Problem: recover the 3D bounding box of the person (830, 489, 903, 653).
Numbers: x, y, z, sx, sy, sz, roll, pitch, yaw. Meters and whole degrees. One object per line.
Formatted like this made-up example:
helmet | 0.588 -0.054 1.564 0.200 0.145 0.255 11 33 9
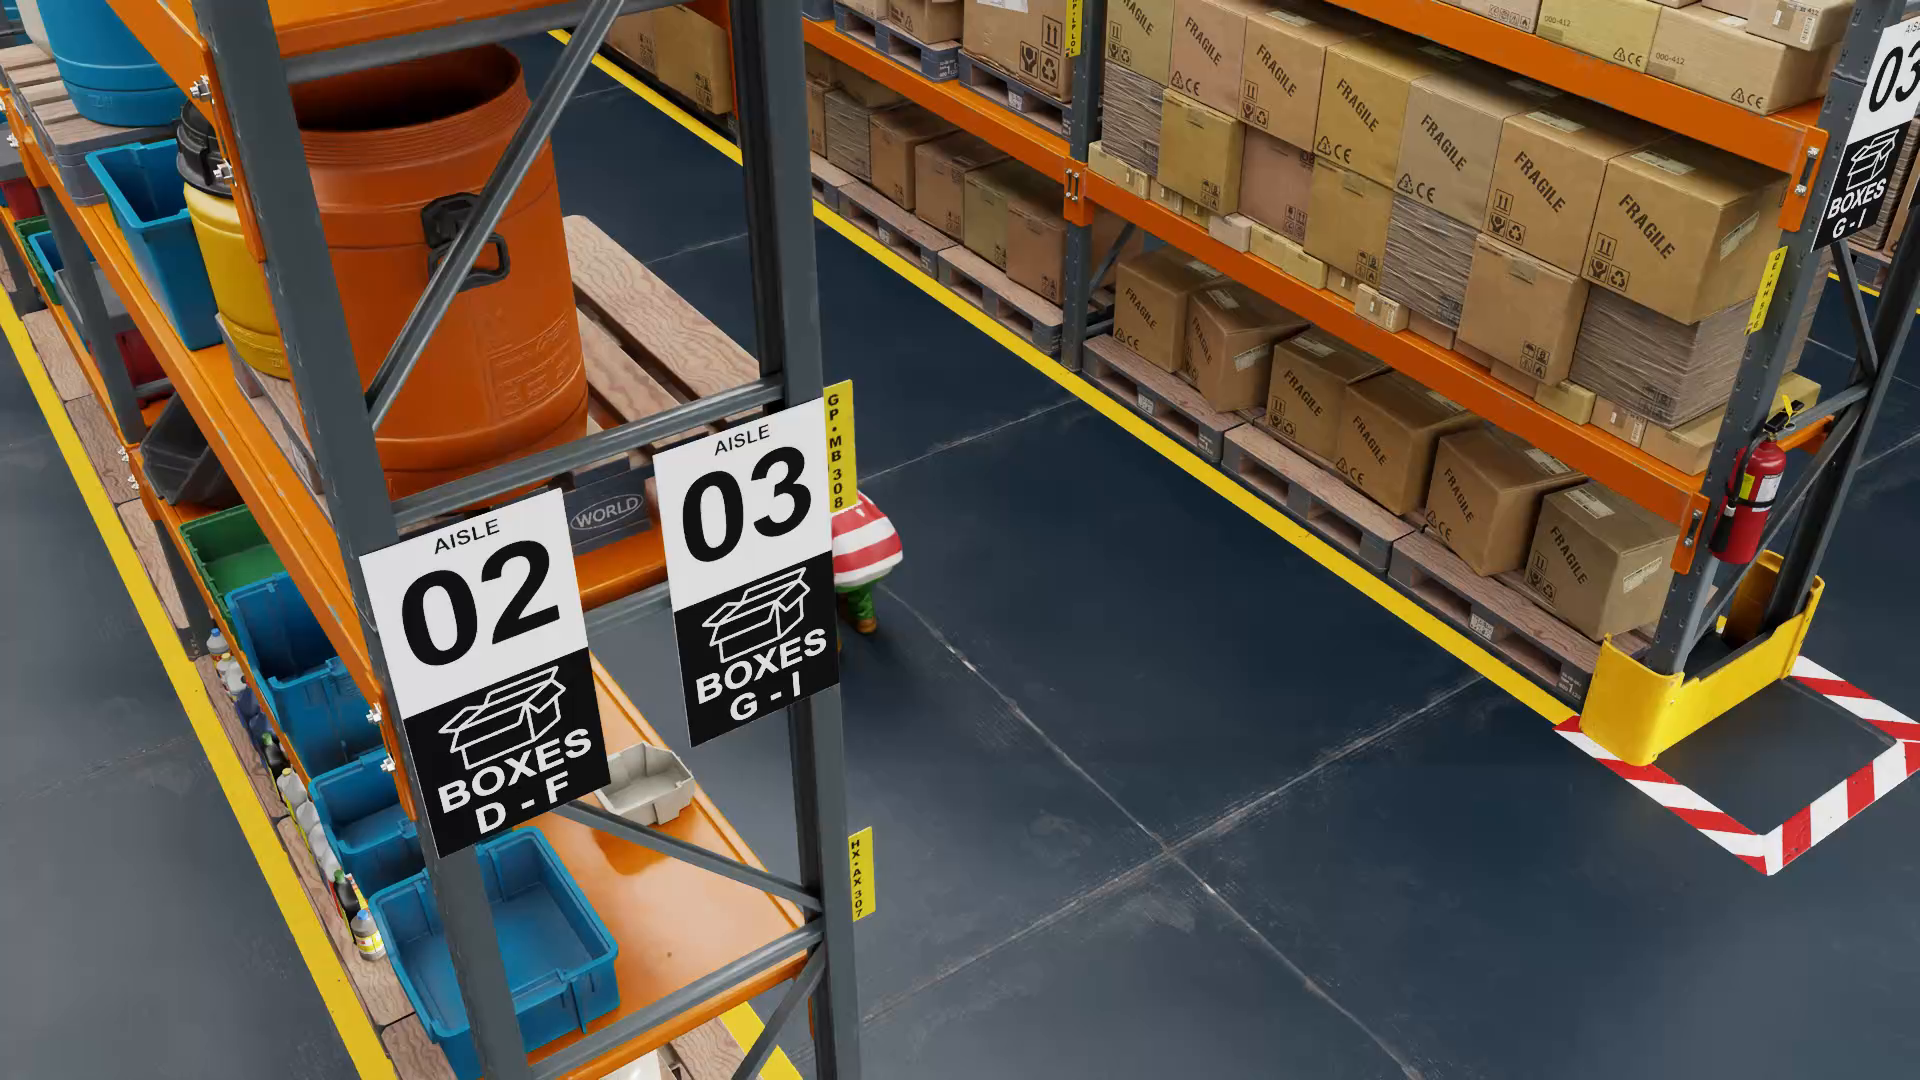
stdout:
person | -0.664 0.054 7.794 0.518 0.798 0.957 -24 42 -29
